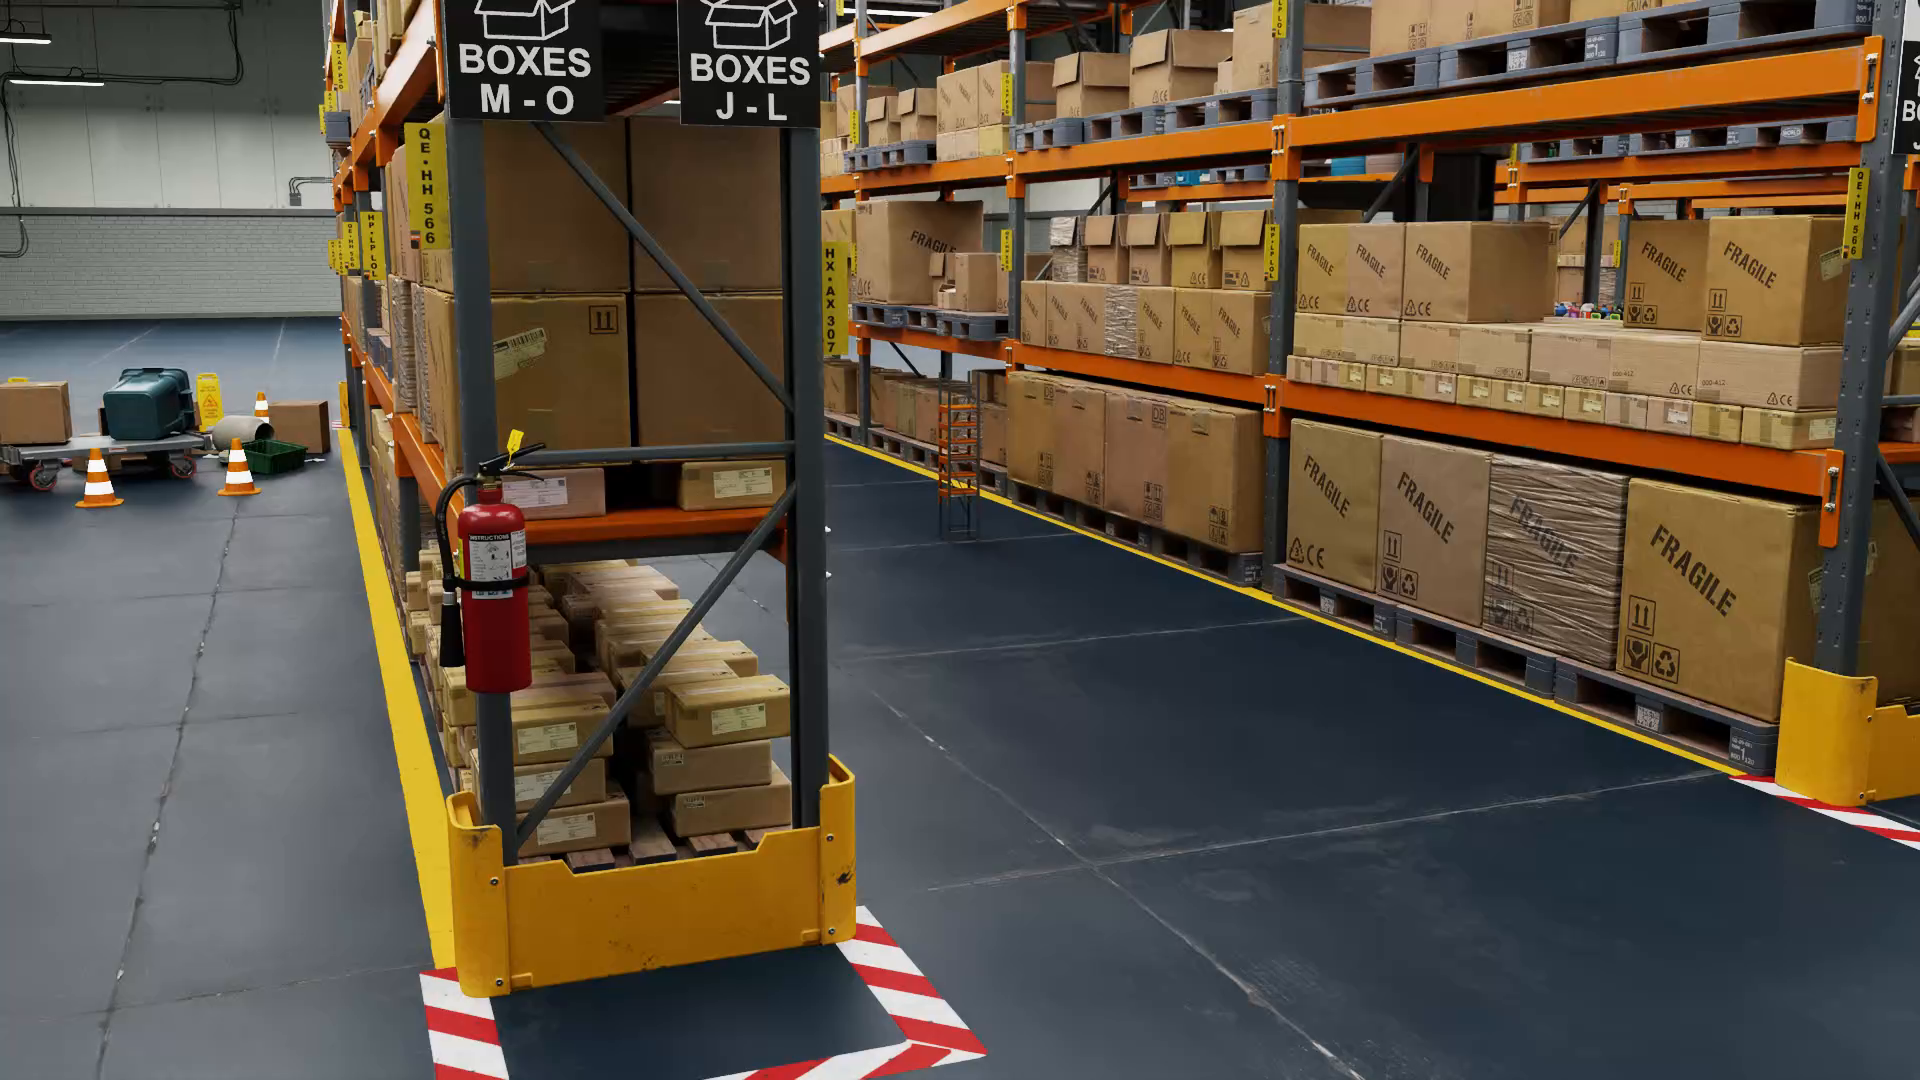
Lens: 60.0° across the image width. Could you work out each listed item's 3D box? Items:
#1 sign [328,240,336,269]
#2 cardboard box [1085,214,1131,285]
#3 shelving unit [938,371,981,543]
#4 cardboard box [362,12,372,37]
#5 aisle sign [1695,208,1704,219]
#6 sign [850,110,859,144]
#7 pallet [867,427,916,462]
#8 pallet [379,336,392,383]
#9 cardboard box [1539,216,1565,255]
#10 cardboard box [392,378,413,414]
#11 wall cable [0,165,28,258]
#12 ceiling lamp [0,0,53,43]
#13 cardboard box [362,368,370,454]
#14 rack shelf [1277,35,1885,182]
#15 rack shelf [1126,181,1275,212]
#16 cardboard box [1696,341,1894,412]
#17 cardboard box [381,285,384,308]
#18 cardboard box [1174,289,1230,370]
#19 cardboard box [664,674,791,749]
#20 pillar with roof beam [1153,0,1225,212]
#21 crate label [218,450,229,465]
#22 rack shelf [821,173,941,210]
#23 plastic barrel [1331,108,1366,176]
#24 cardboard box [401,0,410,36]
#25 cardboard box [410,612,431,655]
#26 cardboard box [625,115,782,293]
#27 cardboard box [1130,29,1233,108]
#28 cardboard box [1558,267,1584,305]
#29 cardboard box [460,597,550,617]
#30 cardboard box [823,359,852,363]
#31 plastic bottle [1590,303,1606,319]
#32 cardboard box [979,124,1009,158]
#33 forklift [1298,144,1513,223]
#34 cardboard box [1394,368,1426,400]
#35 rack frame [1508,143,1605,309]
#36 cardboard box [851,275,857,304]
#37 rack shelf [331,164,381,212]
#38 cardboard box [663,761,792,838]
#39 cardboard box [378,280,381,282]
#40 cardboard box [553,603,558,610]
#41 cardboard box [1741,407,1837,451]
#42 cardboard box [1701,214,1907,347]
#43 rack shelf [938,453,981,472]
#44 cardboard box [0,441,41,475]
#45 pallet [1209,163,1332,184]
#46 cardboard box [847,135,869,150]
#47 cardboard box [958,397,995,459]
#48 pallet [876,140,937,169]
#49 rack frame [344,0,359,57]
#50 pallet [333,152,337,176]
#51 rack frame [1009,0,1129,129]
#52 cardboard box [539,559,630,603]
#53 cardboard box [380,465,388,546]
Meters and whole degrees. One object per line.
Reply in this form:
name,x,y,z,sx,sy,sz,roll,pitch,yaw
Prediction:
sign,-7.196,-3.280,19.097,0.100,0.325,0.005,-4,11,-21
cardboard box,1.365,-2.158,12.336,0.797,0.503,0.637,-4,11,-20
shelving unit,-0.005,-0.593,11.828,0.258,1.200,0.189,-4,11,-21
cardboard box,-3.572,-3.239,10.531,0.396,0.266,0.258,-4,11,-21
aisle sign,11.527,-5.363,26.083,0.394,0.787,0.004,-4,11,-21
sign,-1.071,-4.190,16.870,0.100,0.325,0.005,-4,11,-21
pallet,-0.284,-0.995,16.909,1.003,0.211,1.213,-4,11,-21
pallet,-3.022,-1.128,10.247,1.003,0.211,1.213,-4,11,-21
cardboard box,8.135,-4.047,22.116,0.700,0.500,0.500,-4,11,-21
cardboard box,-2.531,-0.700,8.006,0.380,0.149,0.250,-3,11,-19
wall cable,-27.173,-8.919,45.230,3.097,2.526,0.112,-4,11,-21
ceiling lamp,-18.209,-10.940,31.060,2.000,3.185,0.800,-4,11,-21
cardboard box,-4.918,-1.200,15.325,1.050,0.750,0.750,-4,11,-21
rack shelf,3.056,-1.985,8.003,1.077,0.370,4.000,-4,11,-21
rack shelf,3.324,-4.258,20.782,1.077,0.370,4.000,-4,11,-21
cardboard box,3.358,-0.671,6.705,0.500,0.250,0.500,-4,11,-22
cardboard box,-3.790,-1.681,11.476,0.380,0.149,0.250,-3,11,-18
cardboard box,1.734,-1.378,10.818,0.500,0.500,0.500,-4,11,-19
cardboard box,-0.752,0.559,5.453,0.380,0.149,0.250,-4,11,-23
pillar with roof beam,2.358,-9.650,40.474,9.100,9.000,0.548,-4,11,-21
crate label,-6.963,-0.794,15.995,0.250,0.136,0.298,5,11,28
rack shelf,-1.292,-3.944,19.015,1.077,0.370,4.000,-4,11,-21
plastic barrel,4.435,-4.463,18.450,0.600,0.901,0.708,-4,11,-21
cardboard box,-1.649,-1.863,5.690,0.500,0.250,0.500,-3,11,-18
cardboard box,-2.399,0.430,7.881,0.380,0.149,0.250,-4,11,-19
cardboard box,-0.794,-1.016,5.075,0.500,0.500,0.500,-4,11,-21
cardboard box,1.642,-3.244,11.533,0.797,0.503,0.637,-4,11,-22
cardboard box,8.303,-3.330,21.788,0.700,0.500,0.500,-4,11,-21
cardboard box,-1.854,0.340,6.689,0.380,0.149,0.250,-4,11,-21
cardboard box,-1.558,-1.925,20.116,0.500,0.500,0.500,-1,10,-6
plastic bottle,5.527,-1.907,14.410,0.061,0.283,0.133,-4,11,-21
cardboard box,0.481,-3.307,13.808,0.500,0.250,0.500,-4,11,-21
forklift,2.897,-1.439,11.639,3.031,2.935,1.130,5,11,25
cardboard box,2.510,-0.825,8.712,0.380,0.149,0.250,-4,11,-22
rack frame,5.498,-2.156,15.476,1.000,3.000,0.127,-4,11,-21
cardboard box,-0.673,-2.768,17.779,0.875,0.500,0.500,-4,11,-21
rack shelf,-5.952,-3.645,17.338,1.077,0.370,4.000,-4,11,-21
cardboard box,-0.770,0.853,5.499,0.380,0.149,0.250,-4,11,-20
cardboard box,-4.116,-2.241,12.814,0.700,0.500,0.500,-4,11,-22
cardboard box,-1.695,0.324,7.624,0.380,0.149,0.250,-4,11,-20
cardboard box,3.345,-0.449,6.599,0.380,0.149,0.250,-4,11,-20
cardboard box,3.359,-1.041,6.642,0.500,0.500,0.500,-4,11,-20
rack shelf,-0.005,-0.549,11.836,0.258,0.103,0.180,-4,11,-21
cardboard box,-8.924,-0.897,15.531,0.500,0.500,0.500,3,11,18
pallet,3.696,-4.304,19.527,1.213,0.211,1.003,-4,11,-21
cardboard box,-0.955,-4.129,17.290,0.380,0.149,0.250,-4,11,-19
cardboard box,0.407,-1.025,15.001,0.700,0.500,0.500,-5,11,-26
pallet,-0.065,-3.602,15.578,1.213,0.211,1.003,-4,11,-21
rack frame,-3.778,-4.497,11.506,1.000,3.000,0.127,-4,11,-21
pallet,-6.398,-4.162,18.441,1.003,0.211,1.213,-4,11,-21
rack frame,0.882,-4.795,13.183,1.000,3.000,0.127,-4,11,-21
cardboard box,-1.709,0.182,7.576,0.380,0.149,0.250,-4,11,-19
cardboard box,-3.383,-0.222,10.544,0.500,0.500,0.500,-4,11,-22
